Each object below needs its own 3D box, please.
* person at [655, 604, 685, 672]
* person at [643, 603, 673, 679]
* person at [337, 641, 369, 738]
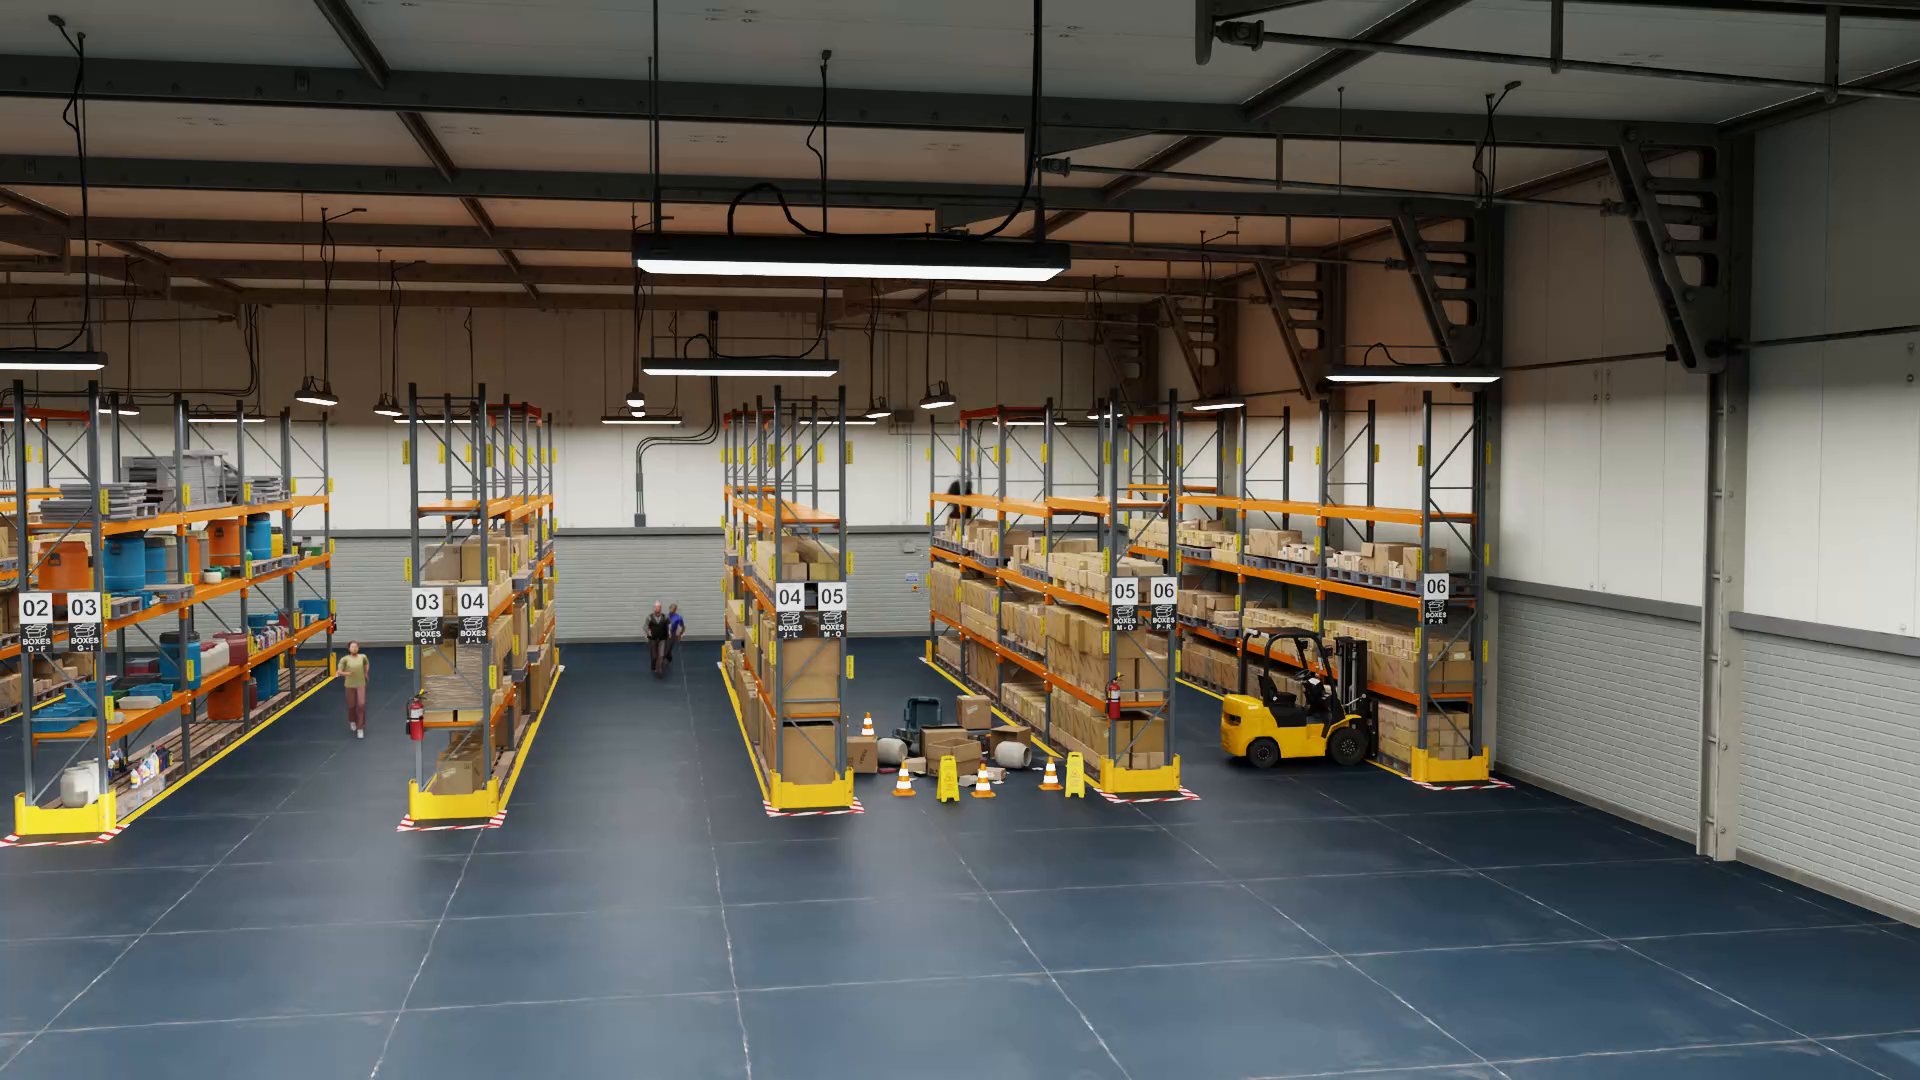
[{"bbox_3d":[-6.734,2.270,38.793,0.652,1.585,0.595,0,3,9],"label":"person"},{"bbox_3d":[-6.804,2.264,37.529,0.677,1.691,0.896,-1,3,-14],"label":"person"},{"bbox_3d":[-10.845,2.646,29.766,0.564,1.687,0.927,-1,3,-25],"label":"person"}]
